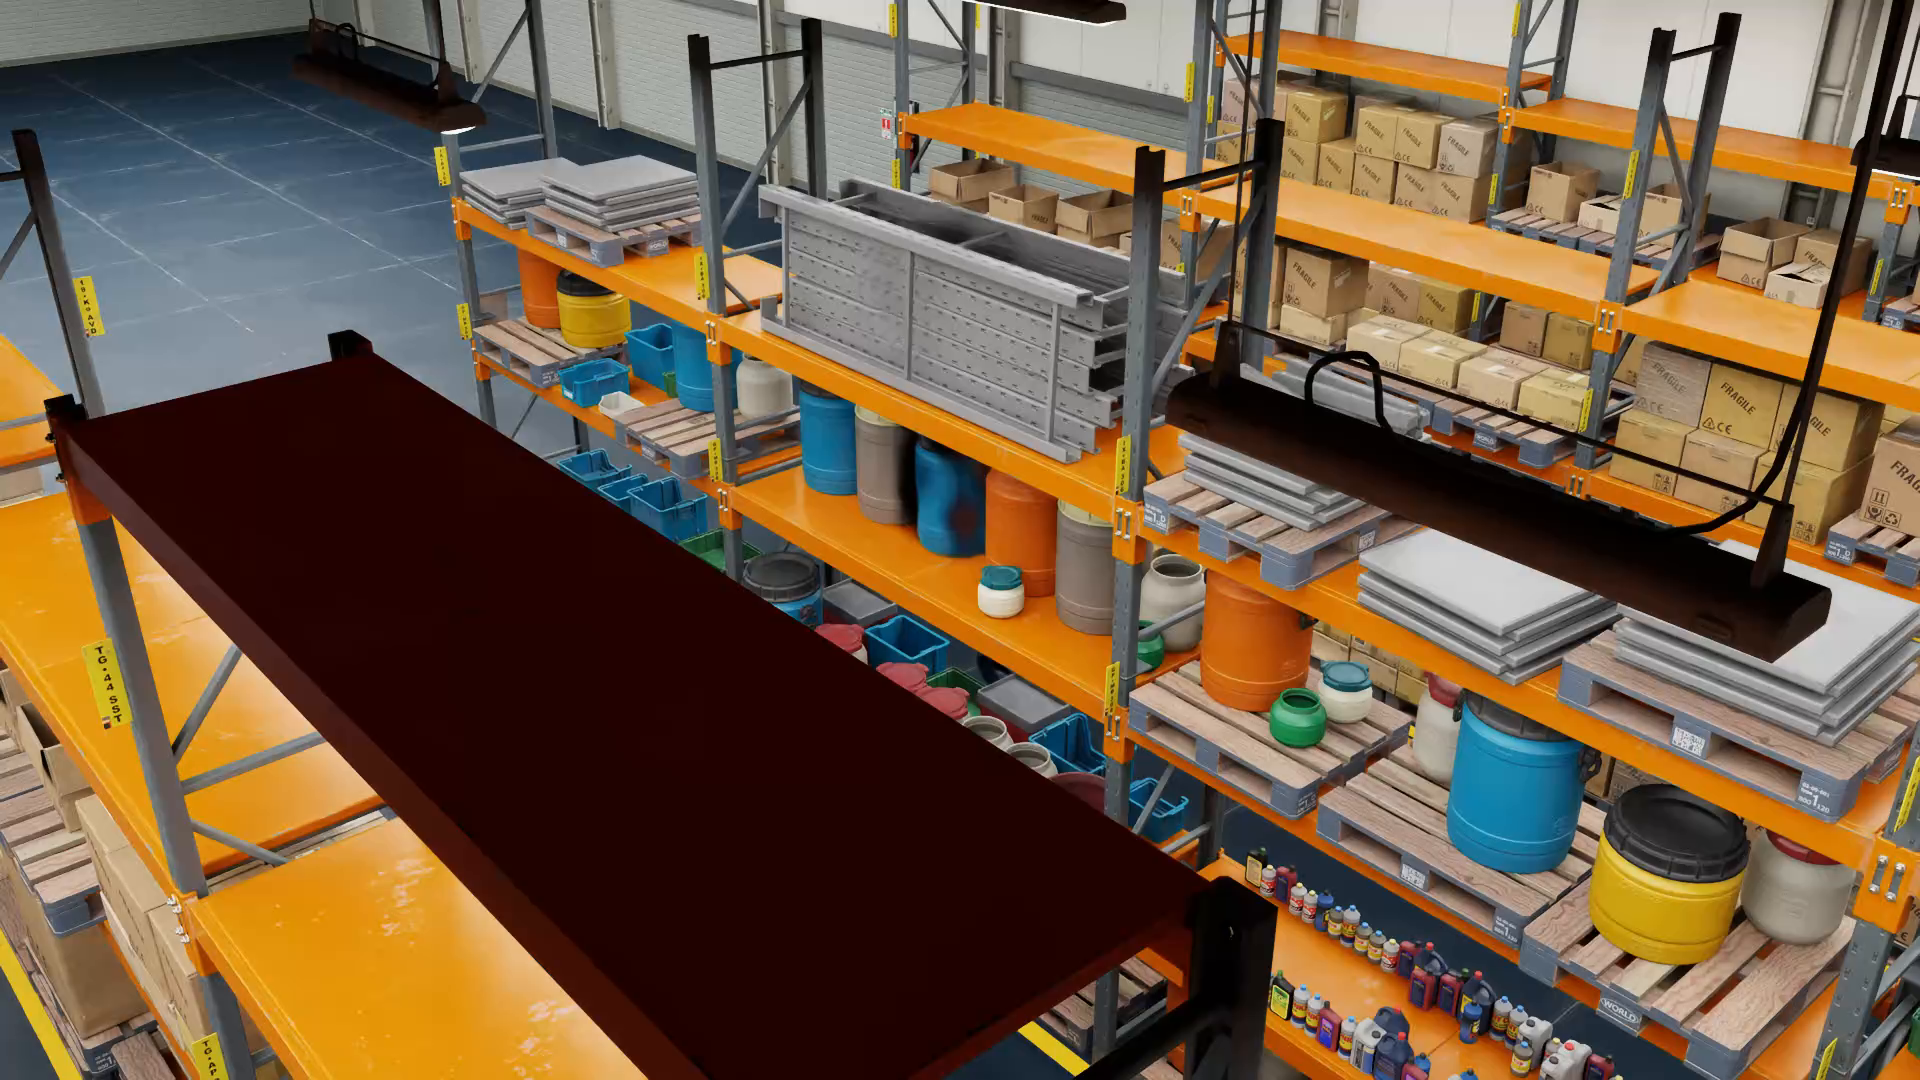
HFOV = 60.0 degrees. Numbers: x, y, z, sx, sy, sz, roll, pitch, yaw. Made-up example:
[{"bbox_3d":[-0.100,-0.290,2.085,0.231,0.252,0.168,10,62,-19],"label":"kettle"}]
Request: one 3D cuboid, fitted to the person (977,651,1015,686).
[{"bbox_3d":[0.400,0.823,14.265,0.574,1.546,0.551,22,34,36],"label":"person"}]
